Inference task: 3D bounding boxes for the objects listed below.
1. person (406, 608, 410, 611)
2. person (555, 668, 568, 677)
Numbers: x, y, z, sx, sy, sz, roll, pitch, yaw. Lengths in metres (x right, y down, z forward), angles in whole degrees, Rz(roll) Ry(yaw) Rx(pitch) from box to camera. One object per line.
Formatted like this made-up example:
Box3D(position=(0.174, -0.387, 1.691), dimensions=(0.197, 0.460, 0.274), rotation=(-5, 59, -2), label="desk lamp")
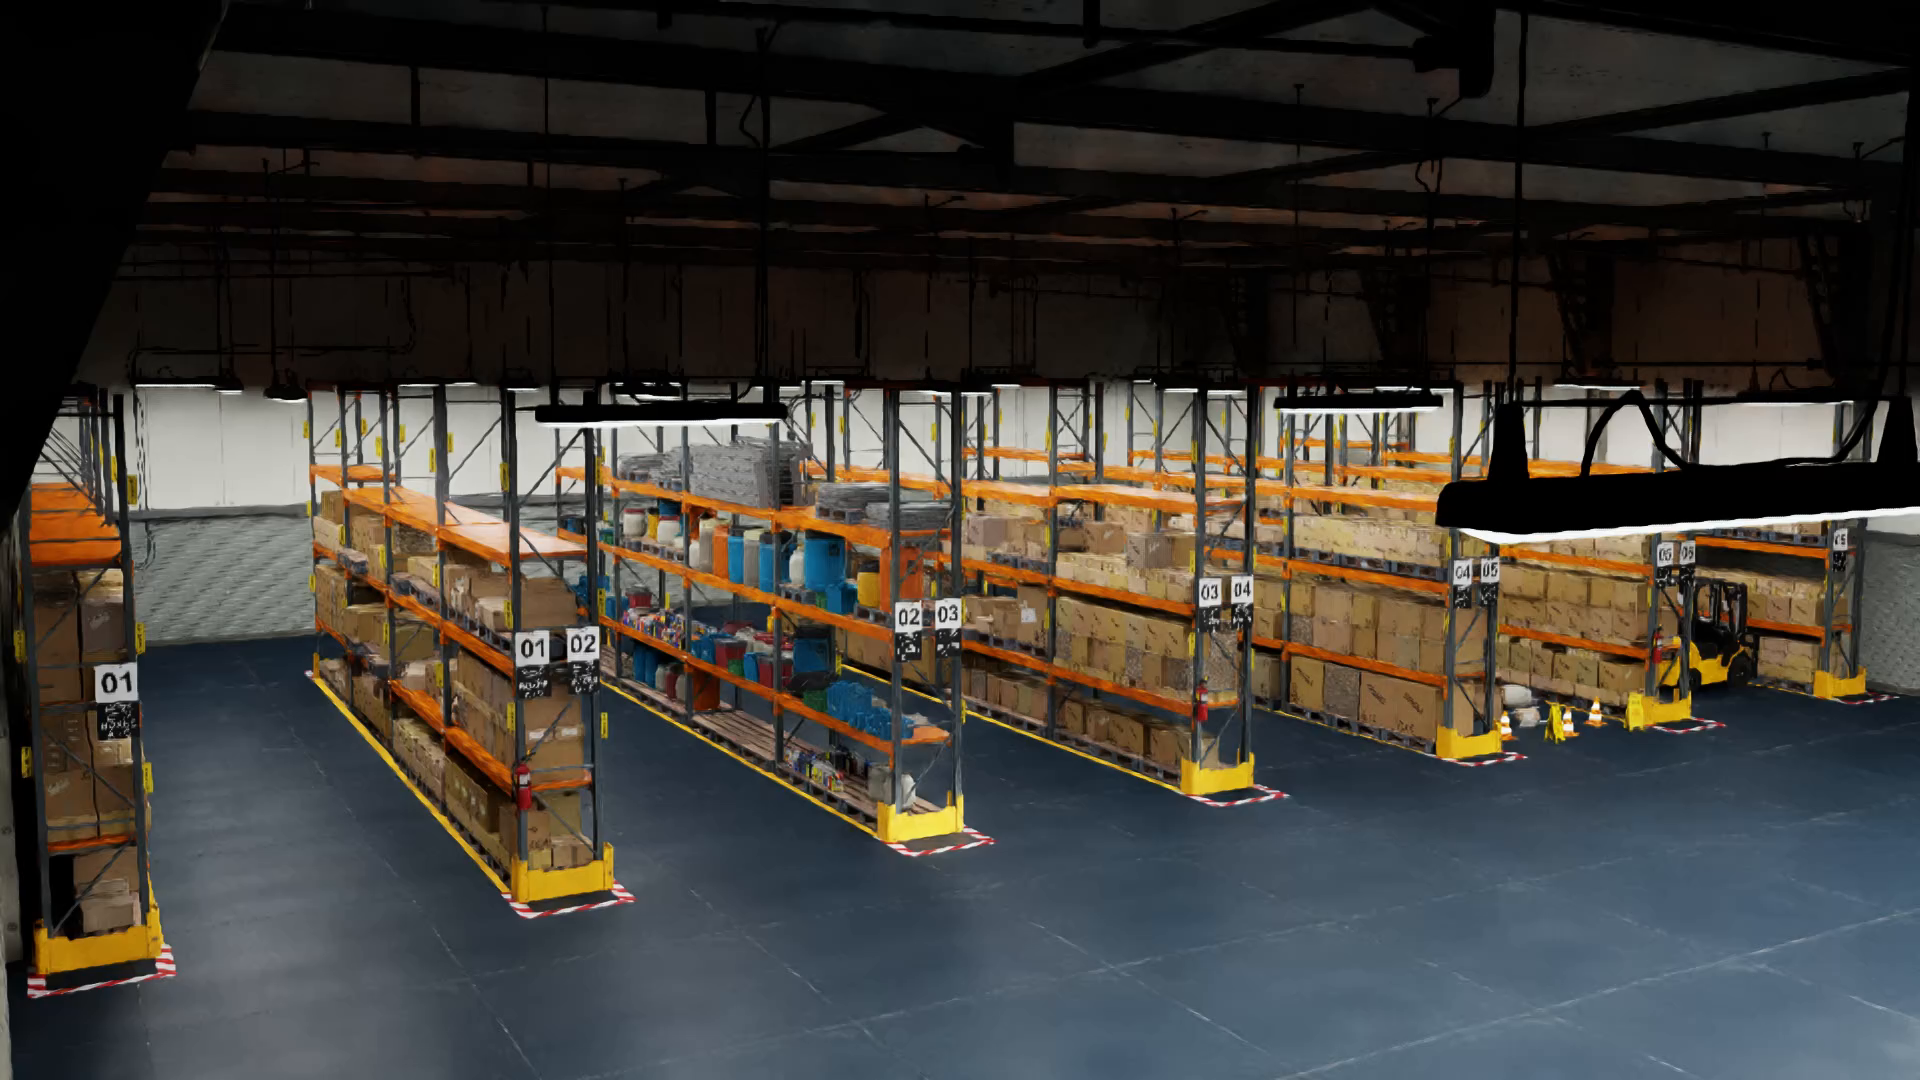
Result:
Box3D(position=(-12.471, 1.544, 36.851), dimensions=(0.474, 1.762, 0.703), rotation=(1, 6, 12), label="person")
Box3D(position=(-6.985, 2.363, 29.358), dimensions=(0.538, 1.679, 0.454), rotation=(4, 7, 34), label="person")
